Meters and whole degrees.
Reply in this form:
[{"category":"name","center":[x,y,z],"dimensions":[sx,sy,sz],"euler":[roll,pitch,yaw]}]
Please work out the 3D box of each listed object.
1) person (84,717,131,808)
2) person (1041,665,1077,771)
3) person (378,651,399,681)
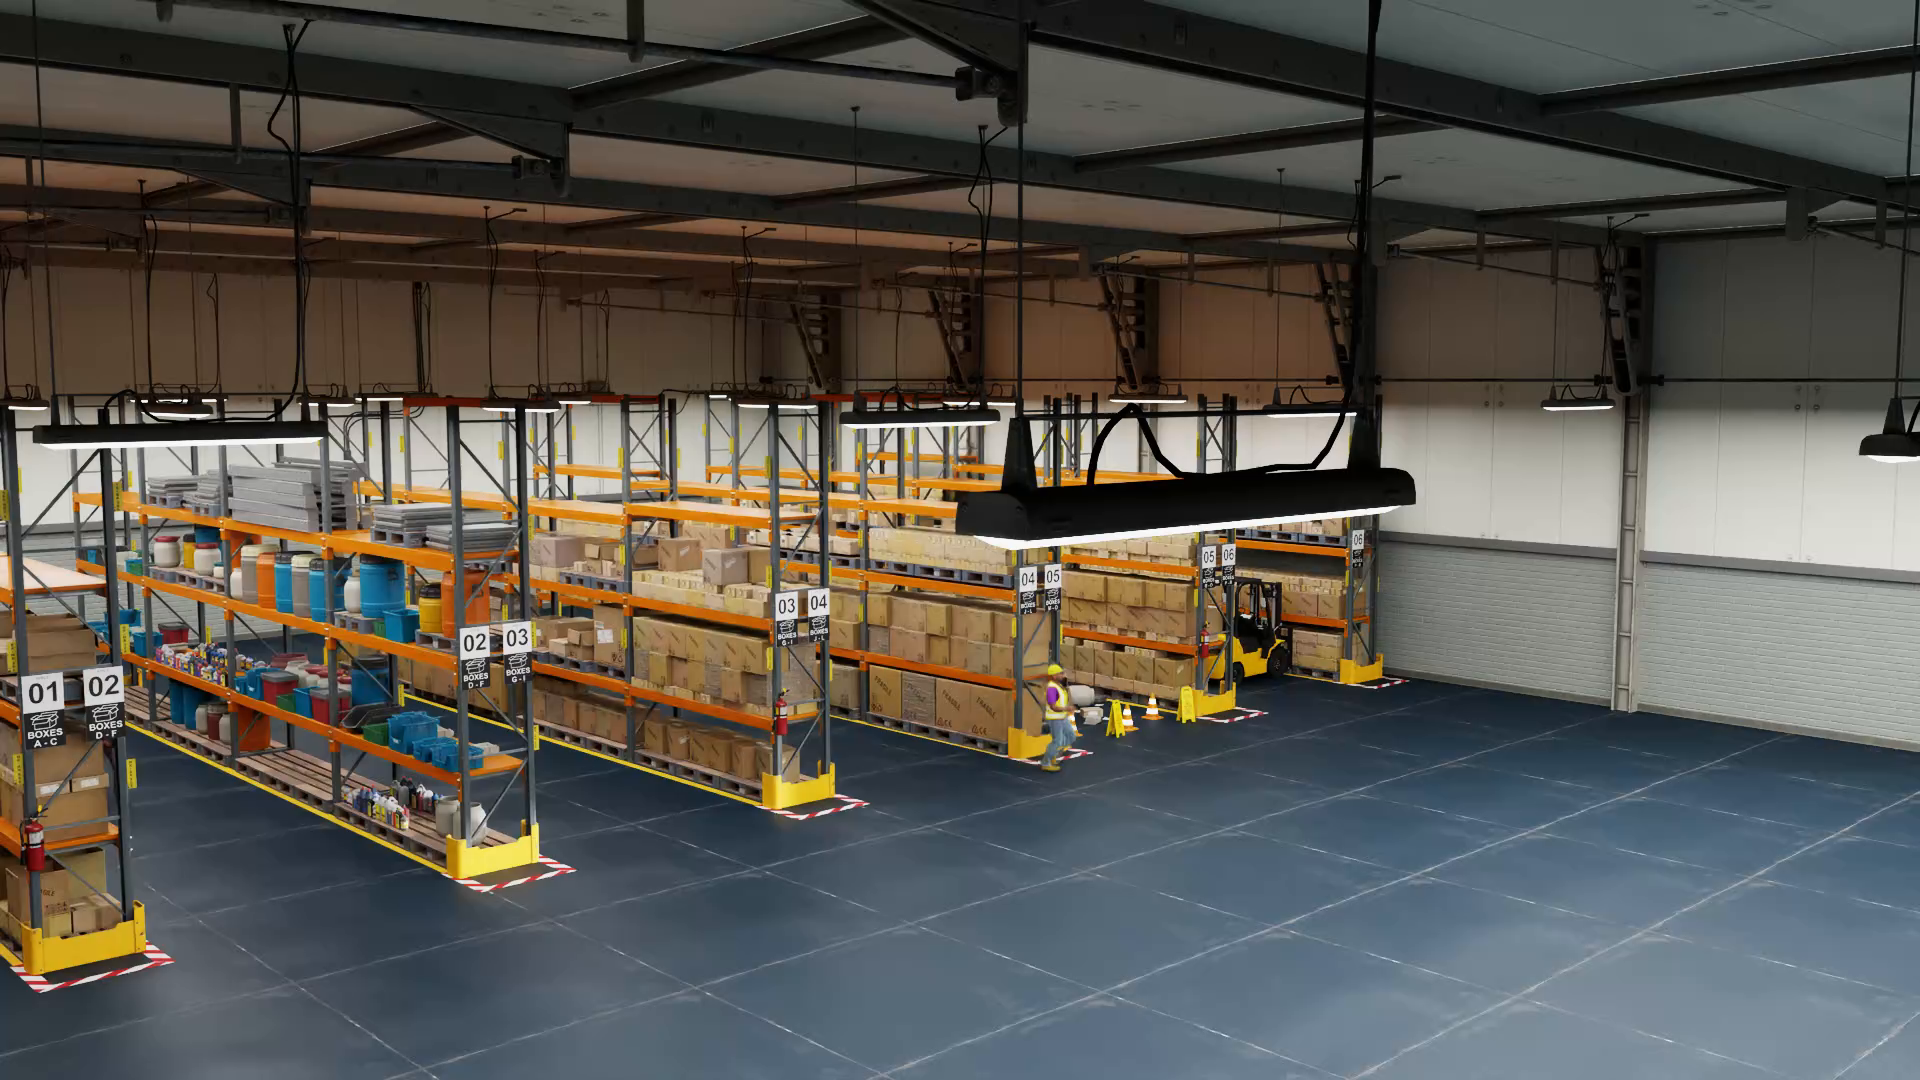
[{"category":"person","center":[-12.764,3.106,24.815],"dimensions":[1.083,1.718,0.632],"euler":[5,7,39]},{"category":"person","center":[1.602,2.867,26.817],"dimensions":[0.614,1.725,0.662],"euler":[2,6,17]},{"category":"person","center":[-10.052,2.731,28.938],"dimensions":[0.726,1.640,0.599],"euler":[5,7,41]}]
